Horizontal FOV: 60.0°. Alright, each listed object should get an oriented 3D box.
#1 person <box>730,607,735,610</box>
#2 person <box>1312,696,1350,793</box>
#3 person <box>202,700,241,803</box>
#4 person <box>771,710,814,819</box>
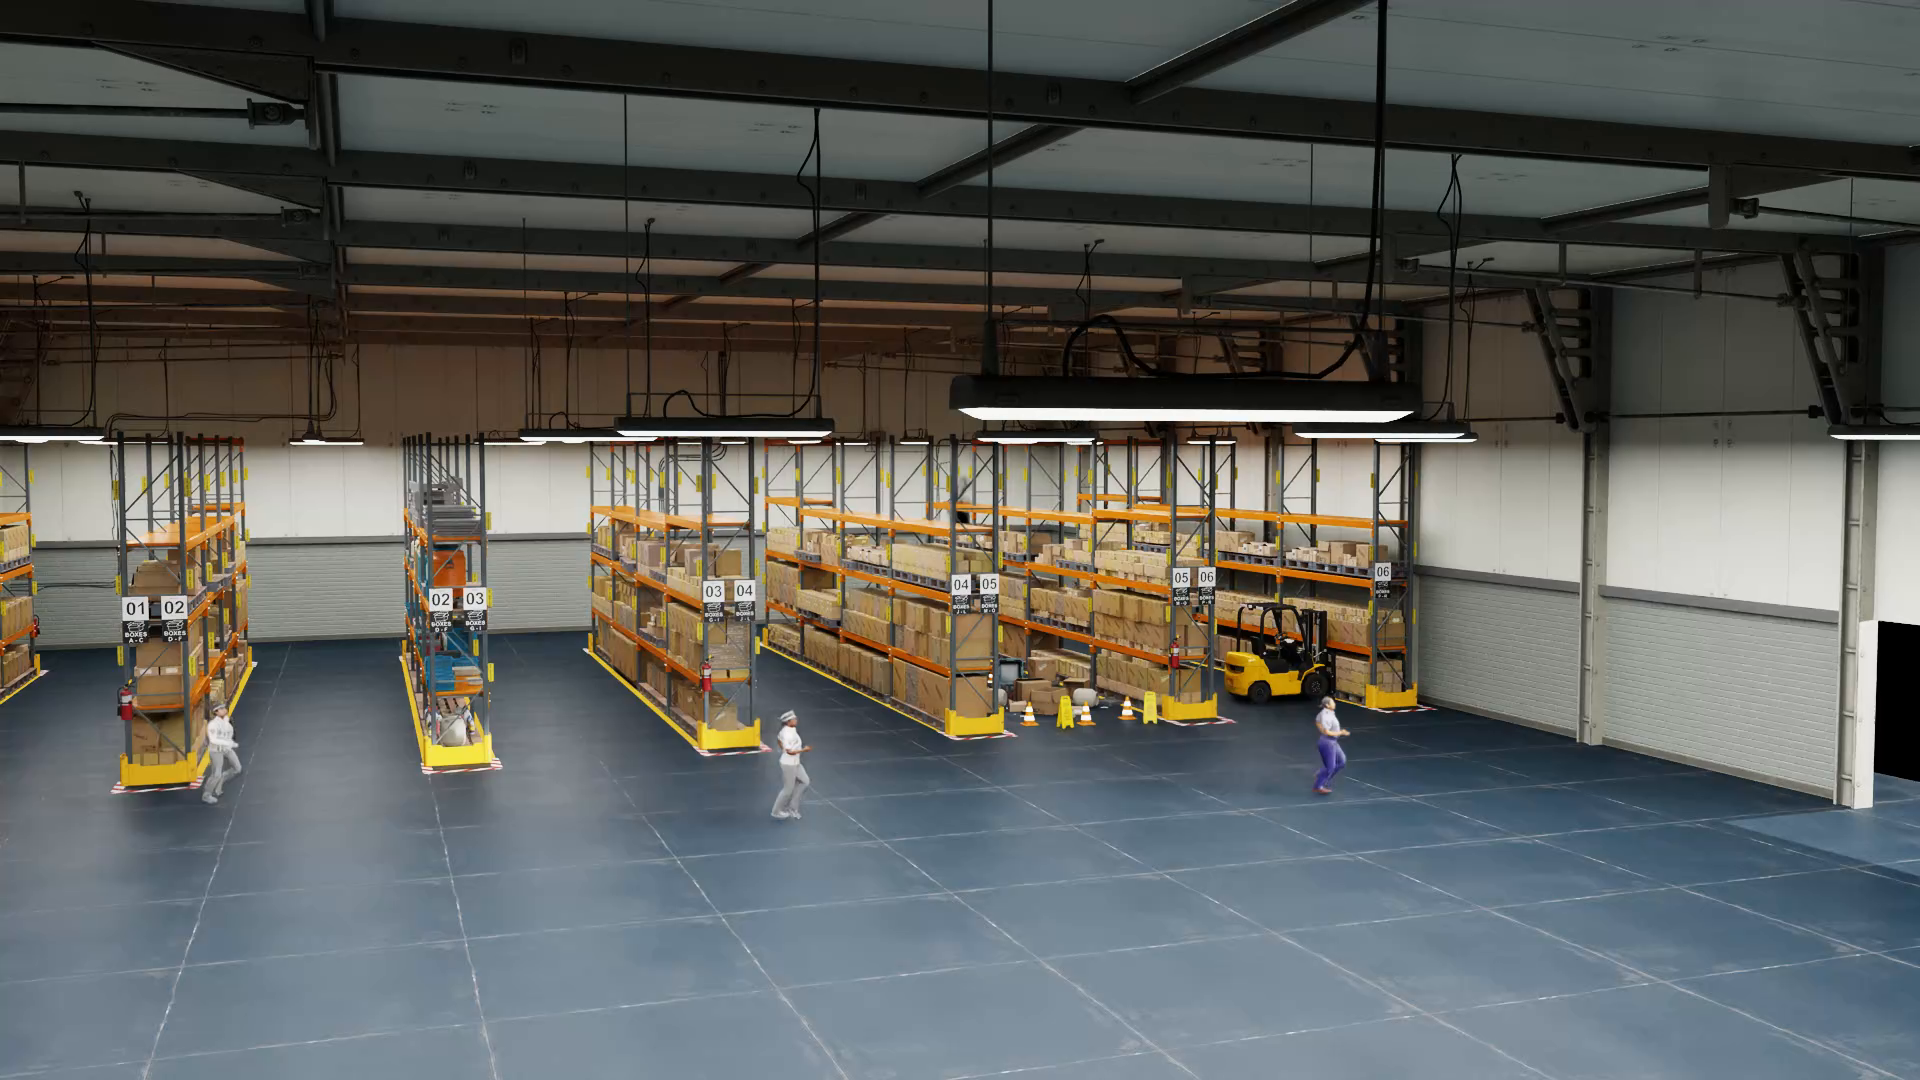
[{"bbox_3d":[-6.498,2.324,46.827,0.592,1.624,0.543,0,3,-7],"label":"person"},{"bbox_3d":[6.147,3.385,27.499,0.605,1.615,0.582,1,3,15],"label":"person"},{"bbox_3d":[-11.891,3.403,26.844,0.709,1.650,0.642,1,3,16],"label":"person"},{"bbox_3d":[-2.571,3.466,25.563,0.667,1.728,0.558,0,3,2],"label":"person"}]
